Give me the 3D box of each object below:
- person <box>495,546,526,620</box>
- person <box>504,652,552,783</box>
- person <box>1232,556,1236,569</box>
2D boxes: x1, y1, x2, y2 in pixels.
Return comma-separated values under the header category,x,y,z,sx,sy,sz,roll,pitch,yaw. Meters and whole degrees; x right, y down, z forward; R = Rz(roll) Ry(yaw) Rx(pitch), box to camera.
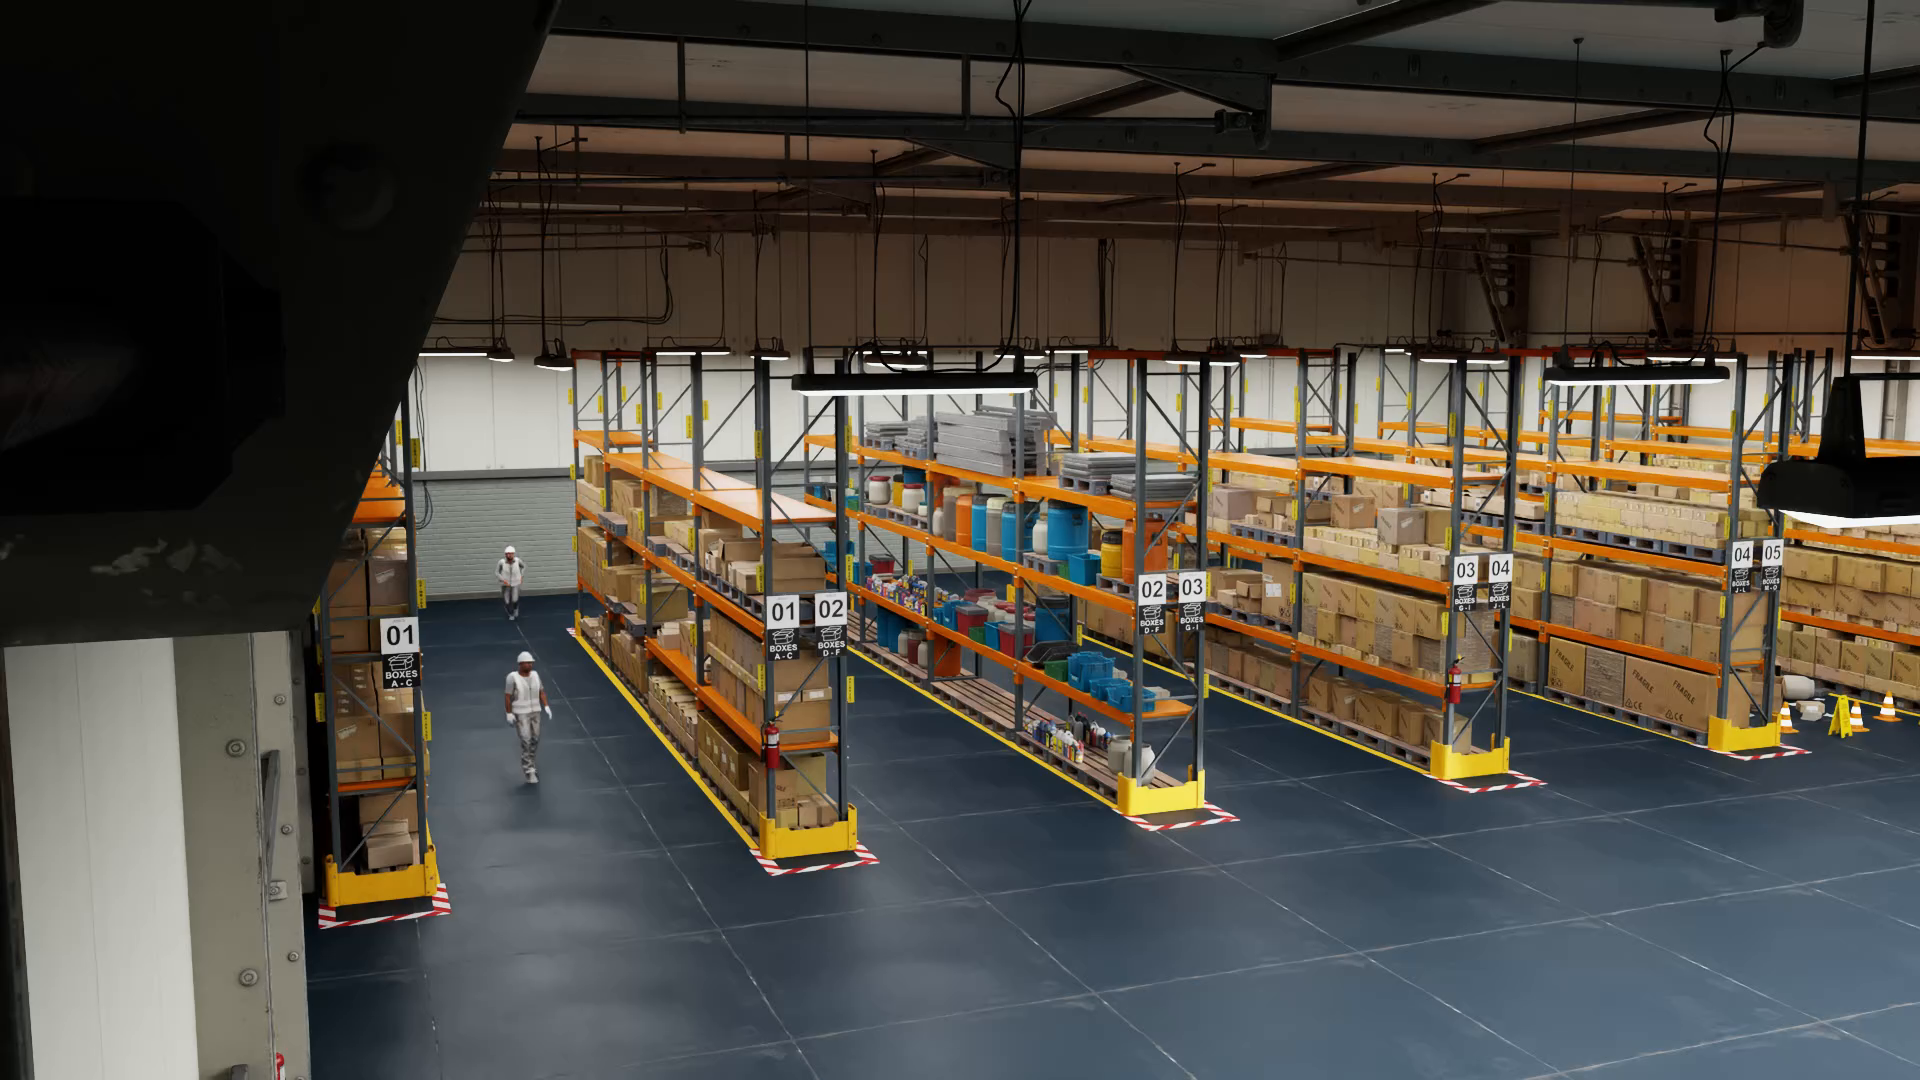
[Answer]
category,x,y,z,sx,sy,sz,roll,pitch,yaw
person,-9.879,0.951,36.596,0.645,1.682,0.724,-1,7,-10
person,-6.109,2.521,23.759,0.680,1.814,0.570,7,10,43
person,7.377,-0.074,44.473,0.580,1.747,0.789,4,8,30
